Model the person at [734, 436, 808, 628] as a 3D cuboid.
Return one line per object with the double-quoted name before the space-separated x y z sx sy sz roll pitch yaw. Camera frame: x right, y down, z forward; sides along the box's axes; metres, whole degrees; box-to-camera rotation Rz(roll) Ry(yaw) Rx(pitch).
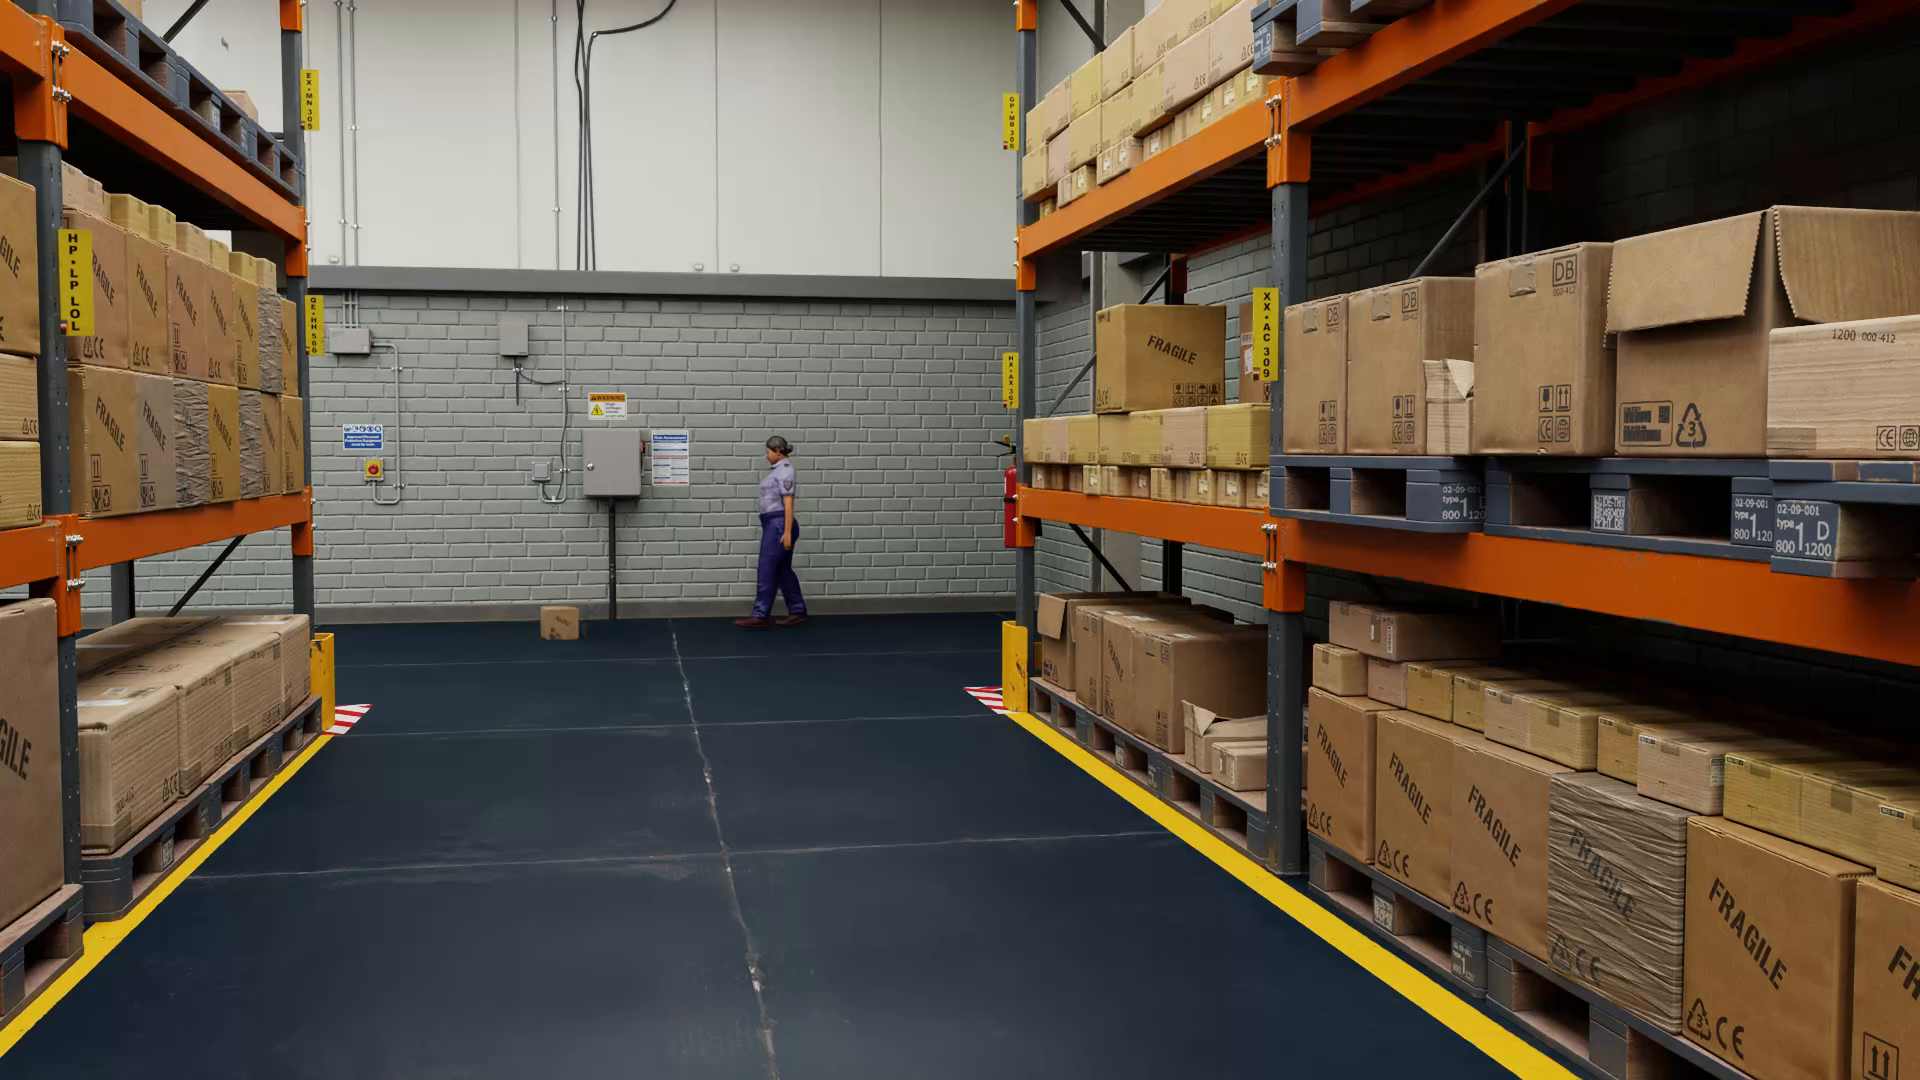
"person" -1.613 -0.070 14.166 0.680 1.634 0.507 -1 3 -15
